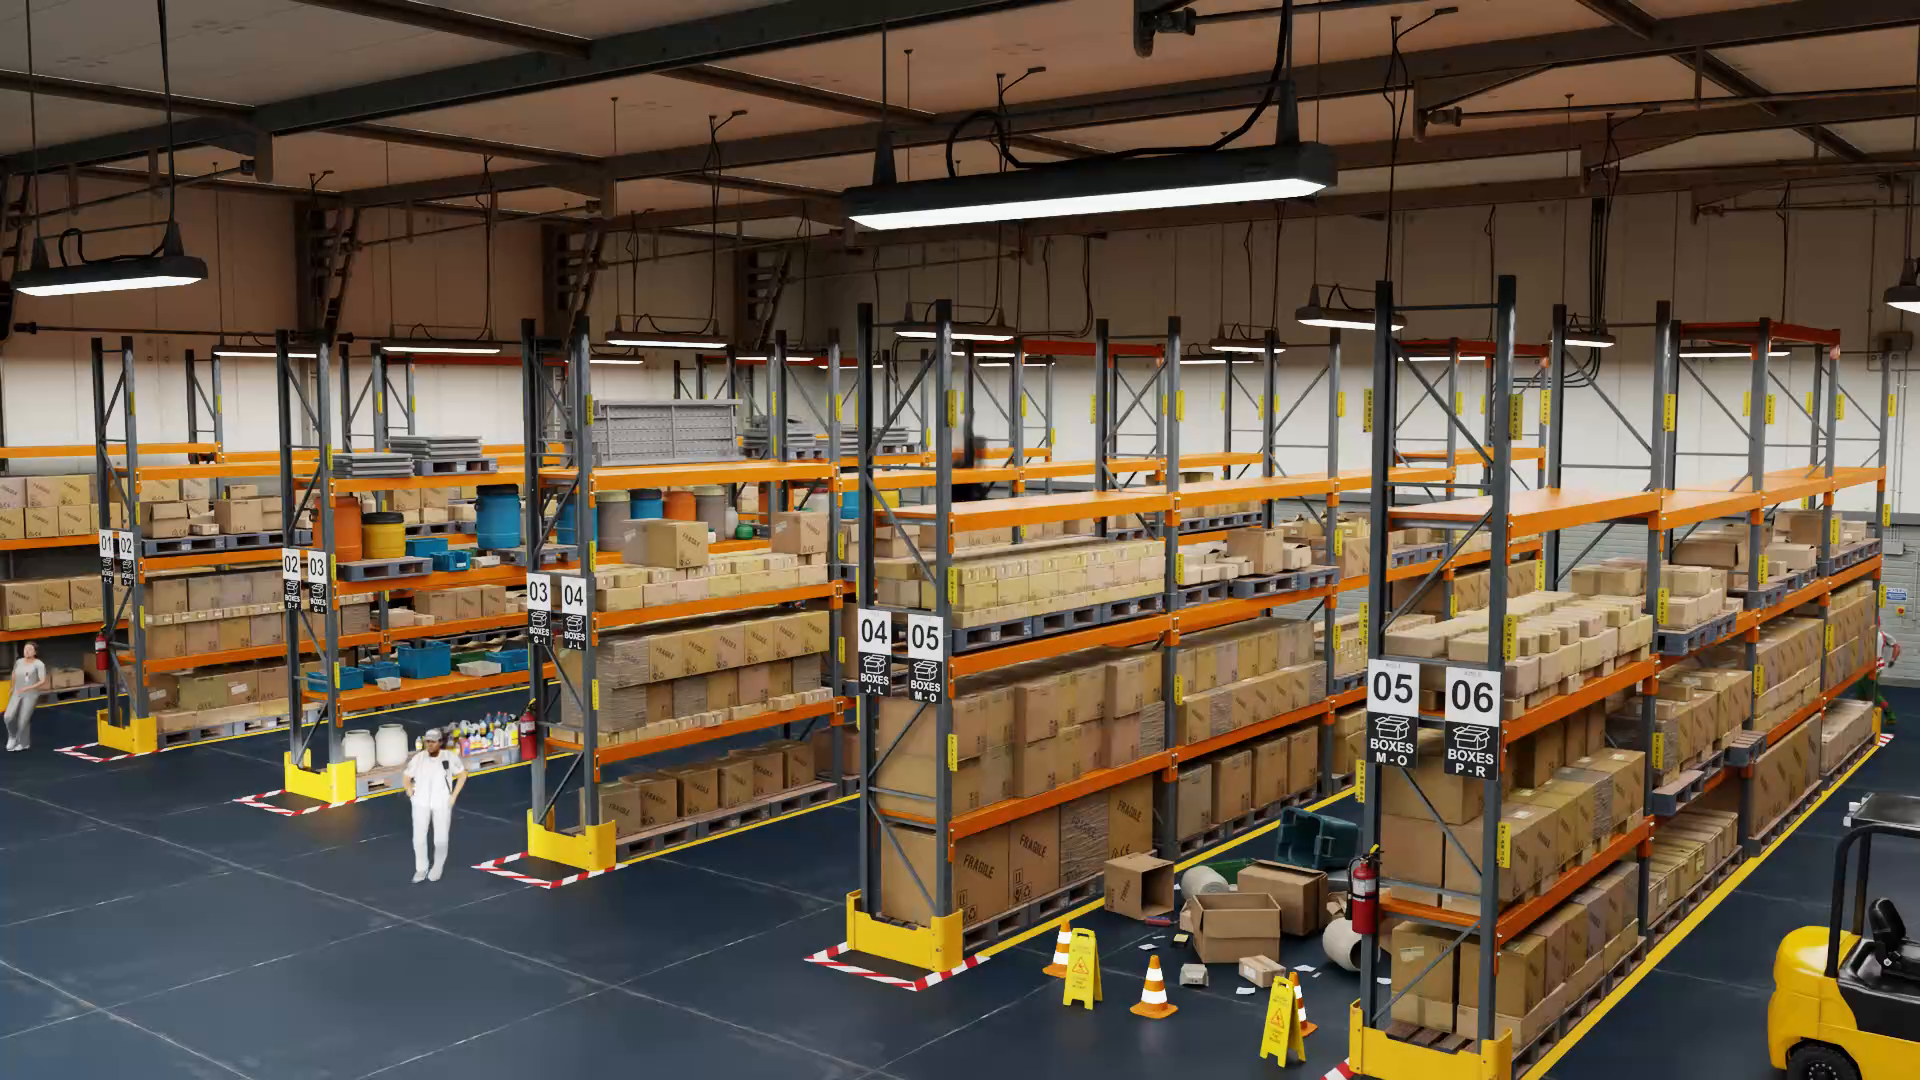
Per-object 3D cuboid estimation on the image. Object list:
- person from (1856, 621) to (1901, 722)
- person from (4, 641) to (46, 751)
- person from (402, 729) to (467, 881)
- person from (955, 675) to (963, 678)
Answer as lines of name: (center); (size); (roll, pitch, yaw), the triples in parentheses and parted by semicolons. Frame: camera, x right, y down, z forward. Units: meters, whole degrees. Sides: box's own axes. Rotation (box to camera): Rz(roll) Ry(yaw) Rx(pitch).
person: (14.094, 1.961, 25.744); (0.694, 1.648, 0.768); (-2, 6, -25)
person: (-13.501, 2.264, 24.009); (0.574, 1.609, 0.592); (0, 5, -2)
person: (-5.576, 2.818, 17.597); (0.649, 1.632, 0.594); (-1, 5, -8)
person: (0.051, 2.531, 20.100); (0.548, 1.782, 0.953); (3, 6, 31)
